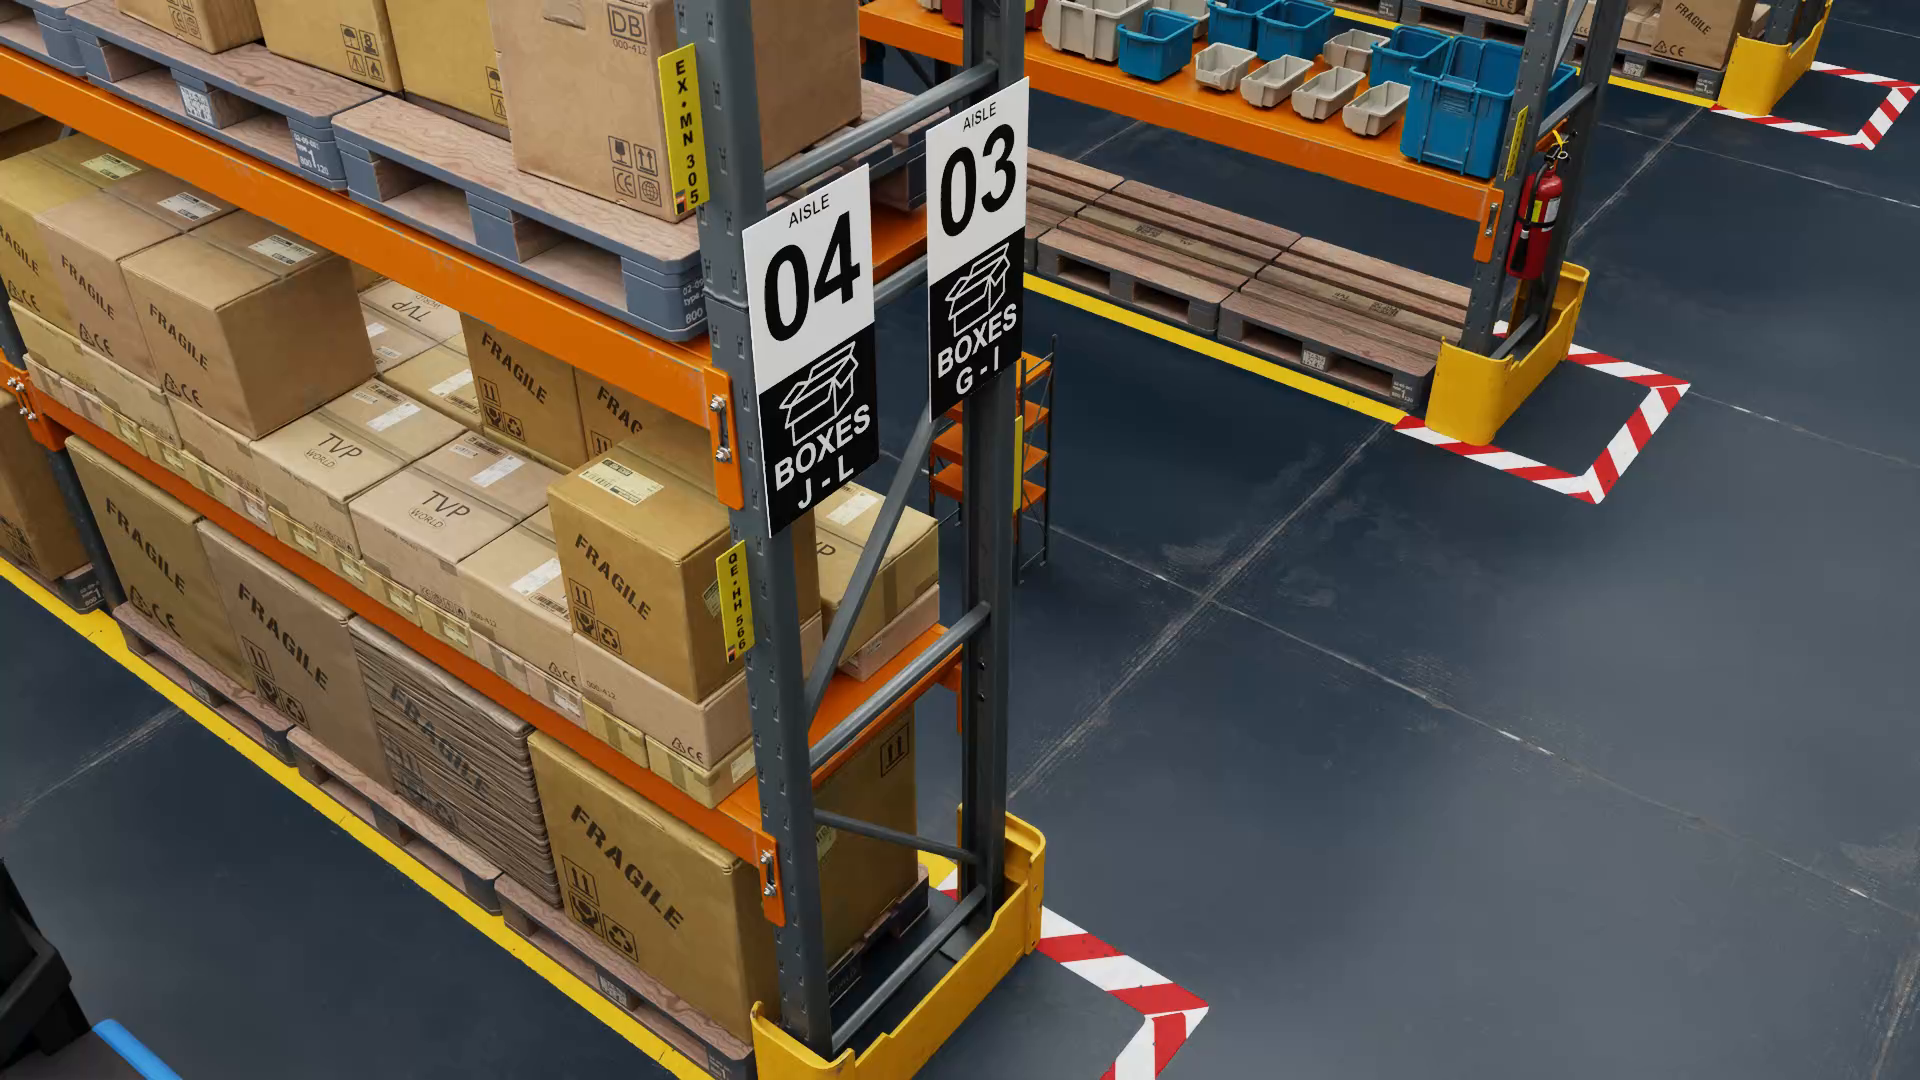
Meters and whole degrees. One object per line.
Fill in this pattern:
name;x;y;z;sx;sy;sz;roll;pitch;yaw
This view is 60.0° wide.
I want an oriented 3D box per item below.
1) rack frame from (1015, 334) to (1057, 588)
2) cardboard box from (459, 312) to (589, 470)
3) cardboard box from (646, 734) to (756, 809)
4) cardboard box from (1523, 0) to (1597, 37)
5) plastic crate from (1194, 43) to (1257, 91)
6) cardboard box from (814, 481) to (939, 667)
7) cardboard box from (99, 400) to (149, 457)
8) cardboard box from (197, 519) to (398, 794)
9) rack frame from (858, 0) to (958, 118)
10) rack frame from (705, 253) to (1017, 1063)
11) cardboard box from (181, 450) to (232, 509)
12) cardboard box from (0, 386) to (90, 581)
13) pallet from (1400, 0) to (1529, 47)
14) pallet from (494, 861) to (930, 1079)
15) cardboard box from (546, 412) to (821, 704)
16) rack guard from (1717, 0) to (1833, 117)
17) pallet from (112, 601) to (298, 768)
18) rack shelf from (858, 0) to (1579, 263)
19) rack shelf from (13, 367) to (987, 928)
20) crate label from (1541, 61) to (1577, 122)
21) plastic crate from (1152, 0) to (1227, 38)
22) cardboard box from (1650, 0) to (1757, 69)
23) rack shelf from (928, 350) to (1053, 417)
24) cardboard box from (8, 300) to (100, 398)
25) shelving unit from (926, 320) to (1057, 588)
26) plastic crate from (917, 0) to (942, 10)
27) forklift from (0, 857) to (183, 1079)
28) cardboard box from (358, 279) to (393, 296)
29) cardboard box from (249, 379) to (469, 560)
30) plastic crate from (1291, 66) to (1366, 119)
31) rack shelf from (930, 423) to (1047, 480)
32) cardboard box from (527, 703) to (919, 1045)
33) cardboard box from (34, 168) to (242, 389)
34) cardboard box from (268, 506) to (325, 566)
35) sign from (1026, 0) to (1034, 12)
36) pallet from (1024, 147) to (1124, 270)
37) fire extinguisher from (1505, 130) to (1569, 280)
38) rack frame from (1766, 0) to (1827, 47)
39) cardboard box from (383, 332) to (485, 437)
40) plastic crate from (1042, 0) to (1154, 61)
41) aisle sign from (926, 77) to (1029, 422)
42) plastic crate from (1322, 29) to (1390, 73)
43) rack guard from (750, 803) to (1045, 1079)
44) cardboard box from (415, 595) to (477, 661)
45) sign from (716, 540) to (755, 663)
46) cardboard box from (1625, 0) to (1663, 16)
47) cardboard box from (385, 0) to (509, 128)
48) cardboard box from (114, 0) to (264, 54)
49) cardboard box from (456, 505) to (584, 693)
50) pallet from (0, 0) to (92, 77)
rack frame;0.325;-0.319;7.184;0.015;1.200;0.240;25;45;29
cardboard box;-1.224;-0.605;5.362;0.500;0.500;0.500;24;44;27
cardboard box;-0.678;0.565;4.799;0.250;0.149;0.380;26;45;29
cardboard box;4.508;-3.955;12.242;0.500;0.250;0.500;25;45;29
plastic crate;1.352;-2.433;8.590;0.250;0.136;0.298;25;45;29
cardboard box;-0.412;0.068;5.110;0.500;0.250;0.500;24;44;27
cardboard box;-2.921;-0.491;6.147;0.250;0.149;0.380;27;45;30
cardboard box;-2.182;0.235;6.400;0.875;0.875;0.875;25;45;29
rack frame;-0.363;-3.485;9.768;0.127;3.000;1.000;25;45;29
rack frame;-0.195;0.438;4.757;0.127;3.000;1.000;25;45;29
cardboard box;-2.508;-0.297;5.900;0.250;0.149;0.380;25;44;28
cardboard box;-3.893;-0.619;7.490;0.875;0.875;1.225;25;45;29
pallet;4.167;-4.097;12.812;1.213;0.211;1.003;25;45;29
pallet;-0.878;1.275;5.950;1.213;0.211;1.003;25;45;29
cardboard box;-0.742;0.031;4.549;0.500;0.500;0.500;26;45;29
rack guard;5.766;-3.455;11.758;0.348;0.500;1.175;25;45;29
pallet;-2.816;0.361;7.117;1.213;0.211;1.003;25;45;29
rack shelf;1.226;-2.453;9.033;4.000;0.370;1.077;25;45;29
rack shelf;-1.784;-0.028;5.936;4.000;0.370;1.077;25;45;29
crate label;2.818;-2.198;8.212;0.303;0.233;0.416;25;45;29
plastic crate;1.203;-2.900;9.186;0.466;0.136;0.293;25;45;29
cardboard box;5.245;-3.683;11.692;0.500;0.500;0.500;25;45;29
rack shelf;0.131;-0.720;7.059;0.480;0.148;0.258;25;45;29
cardboard box;-3.158;-0.814;6.237;0.500;0.250;0.500;24;44;28
shelving unit;0.131;-0.410;7.301;0.503;1.200;0.258;25;45;29
plastic crate;-0.080;-3.161;9.519;0.243;0.136;0.396;25;45;29
forklift;-3.124;0.935;4.179;3.031;2.935;1.130;24;44;28
cardboard box;-2.449;-0.889;6.332;0.500;0.250;0.500;27;45;30
cardboard box;-1.964;-0.245;5.510;0.500;0.250;0.500;25;45;29
plastic crate;1.835;-2.239;8.342;0.243;0.136;0.396;25;45;29
rack shelf;0.131;-0.357;7.342;0.480;0.148;0.258;25;45;29
cardboard box;-0.752;0.909;5.539;0.875;0.875;0.875;25;45;29
cardboard box;-2.761;-0.920;5.764;0.500;0.500;0.500;25;45;29
cardboard box;-2.100;-0.104;5.654;0.250;0.149;0.380;24;44;27
sign;0.147;-1.388;3.883;0.005;0.325;0.100;25;45;29
pallet;0.245;-2.131;10.300;1.213;0.211;1.003;25;45;29
fire extinguisher;2.658;-1.531;7.637;0.183;0.674;0.296;25;45;29
rack frame;5.826;-4.411;10.951;0.127;3.000;1.000;25;45;29
cardboard box;-1.644;-0.506;5.844;0.500;0.250;0.500;24;44;28
plastic crate;0.738;-2.800;8.941;0.530;0.282;0.437;25;45;29
aisle sign;0.044;-0.705;4.109;0.004;0.787;0.394;25;45;29
plastic crate;2.075;-2.575;8.771;0.298;0.136;0.250;25;45;29
rack guard;-0.176;1.431;5.516;0.348;0.500;1.175;25;45;29
cardboard box;-1.490;0.183;5.287;0.250;0.149;0.380;24;44;28
sign;-0.536;0.149;3.994;0.005;0.325;0.100;25;45;29
cardboard box;5.170;-4.032;12.340;0.500;0.250;0.500;25;45;29
cardboard box;-1.014;-1.425;4.201;0.500;0.500;0.700;24;44;27
cardboard box;-1.961;-1.753;4.619;0.500;0.500;0.700;27;46;30
cardboard box;-1.144;0.138;5.021;0.500;0.250;0.500;24;44;28
pallet;-2.729;-1.895;5.375;1.213;0.211;1.003;25;45;29
